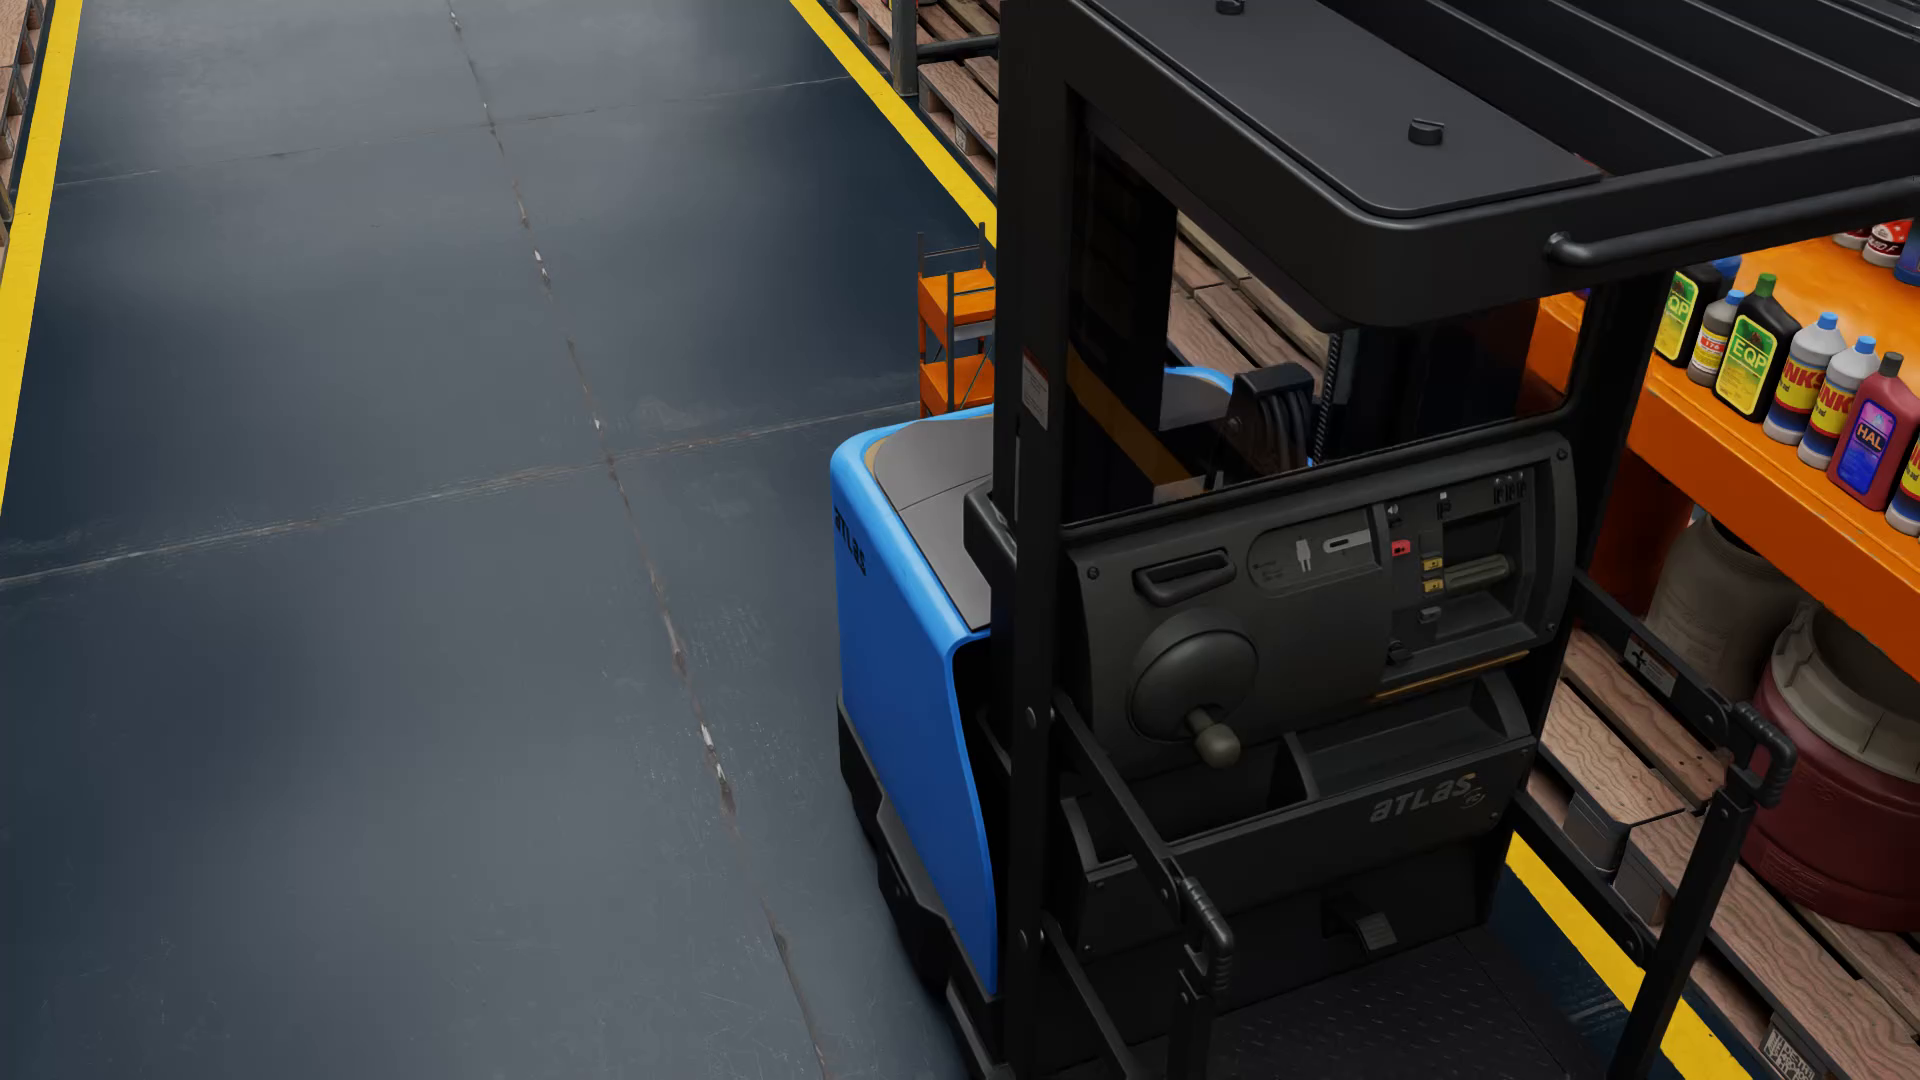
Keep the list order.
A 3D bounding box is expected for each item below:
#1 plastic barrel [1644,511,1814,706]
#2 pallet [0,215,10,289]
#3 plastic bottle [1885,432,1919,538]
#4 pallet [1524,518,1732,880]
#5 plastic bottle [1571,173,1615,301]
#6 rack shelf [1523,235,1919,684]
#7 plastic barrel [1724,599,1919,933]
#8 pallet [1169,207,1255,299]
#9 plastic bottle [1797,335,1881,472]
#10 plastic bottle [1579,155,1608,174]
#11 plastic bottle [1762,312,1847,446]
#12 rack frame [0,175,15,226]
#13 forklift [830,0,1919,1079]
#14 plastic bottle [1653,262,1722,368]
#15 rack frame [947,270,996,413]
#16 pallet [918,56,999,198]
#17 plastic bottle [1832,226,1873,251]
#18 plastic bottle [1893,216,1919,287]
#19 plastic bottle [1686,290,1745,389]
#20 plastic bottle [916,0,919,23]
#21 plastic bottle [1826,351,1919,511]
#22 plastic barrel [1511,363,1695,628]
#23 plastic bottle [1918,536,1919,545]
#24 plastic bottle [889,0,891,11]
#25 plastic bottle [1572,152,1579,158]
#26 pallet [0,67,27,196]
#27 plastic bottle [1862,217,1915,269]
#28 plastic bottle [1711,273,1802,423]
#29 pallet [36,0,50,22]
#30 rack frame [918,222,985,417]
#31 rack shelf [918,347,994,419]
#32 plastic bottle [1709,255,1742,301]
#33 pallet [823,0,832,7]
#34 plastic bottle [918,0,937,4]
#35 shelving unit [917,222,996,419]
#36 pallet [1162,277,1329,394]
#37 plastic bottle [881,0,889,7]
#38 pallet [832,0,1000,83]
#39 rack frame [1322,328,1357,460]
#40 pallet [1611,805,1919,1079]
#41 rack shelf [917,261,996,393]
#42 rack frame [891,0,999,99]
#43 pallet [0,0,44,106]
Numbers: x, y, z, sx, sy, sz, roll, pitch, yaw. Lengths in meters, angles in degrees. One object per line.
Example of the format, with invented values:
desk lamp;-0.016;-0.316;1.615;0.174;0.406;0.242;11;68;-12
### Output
plastic barrel;2.000;0.173;4.246;0.421;0.512;0.421;0;37;0
pallet;-4.220;-0.907;6.279;1.003;0.211;1.213;-12;39;-16
plastic bottle;1.794;-0.140;3.050;0.097;0.271;0.097;0;37;0
pallet;1.848;0.324;4.644;1.003;0.211;1.213;-12;39;-16
plastic bottle;1.453;-0.674;3.748;0.061;0.283;0.133;-12;39;-16
rack shelf;2.226;0.191;3.102;1.077;0.370;4.000;-12;39;-16
plastic barrel;2.110;0.480;3.775;0.600;0.588;0.708;-12;39;-16
pallet;0.891;-1.247;6.729;1.003;0.211;1.213;-12;39;-16
plastic bottle;1.715;-0.271;3.223;0.097;0.271;0.097;0;37;0
plastic bottle;1.526;-0.897;4.051;0.152;0.276;0.135;-12;39;-16
plastic bottle;1.682;-0.326;3.296;0.097;0.271;0.097;0;37;0
rack frame;-4.490;-2.461;6.024;1.000;3.000;0.127;-12;39;-16
forklift;0.704;0.169;2.590;1.130;2.935;3.031;-13;39;-17
plastic bottle;1.545;-0.522;3.547;0.061;0.283;0.133;-12;39;-16
rack frame;0.060;-0.320;4.802;0.200;1.050;0.008;-12;39;-16
pallet;0.468;-1.937;7.646;1.003;0.211;1.213;-12;39;-16
plastic bottle;2.179;-0.808;3.994;0.097;0.201;0.097;0;37;0
plastic bottle;2.246;-0.726;3.827;0.097;0.271;0.097;0;37;0
plastic bottle;1.602;-0.428;3.490;0.097;0.201;0.097;0;37;0
plastic bottle;-0.257;-2.685;8.281;0.097;0.201;0.097;0;37;0
plastic bottle;1.738;-0.206;3.128;0.061;0.283;0.133;-12;39;-16
plastic barrel;1.722;-0.255;4.550;0.600;0.830;0.708;-12;39;-16
plastic bottle;1.860;-0.082;2.969;0.152;0.276;0.135;-12;39;-16
plastic bottle;-0.314;-2.780;8.340;0.061;0.283;0.133;-11;38;-14
plastic bottle;1.383;-0.866;4.009;0.152;0.276;0.135;-12;39;-16
pallet;-4.754;-1.719;7.357;1.003;0.211;1.213;-12;39;-16
plastic bottle;2.213;-0.753;3.921;0.097;0.201;0.097;0;37;0
plastic bottle;1.625;-0.392;3.374;0.061;0.283;0.133;-12;39;-16
pallet;-5.594;-3.097;9.187;1.003;0.211;1.213;-12;39;-16
rack frame;-0.024;-0.458;4.985;0.200;1.050;0.008;-12;39;-16
rack shelf;0.018;-0.381;4.900;0.215;0.259;0.240;-12;39;-16
plastic bottle;1.613;-0.544;3.586;0.097;0.271;0.097;0;37;0
pallet;-0.455;-3.451;9.656;1.003;0.211;1.213;-12;39;-16
plastic bottle;-0.196;-2.938;8.493;0.144;0.351;0.185;-12;39;-16
shelving unit;0.018;-0.389;4.894;0.215;1.050;0.252;-12;39;-16
pallet;1.307;-0.558;5.816;1.003;0.211;1.213;-12;39;-16
plastic bottle;-0.331;-2.908;8.454;0.144;0.351;0.185;-13;39;-17
pallet;-0.031;-2.760;8.739;1.003;0.211;1.213;-12;39;-16
rack frame;1.537;-1.227;4.385;1.000;3.000;0.127;-12;39;-16
pallet;2.264;1.012;3.731;1.003;0.211;1.213;-12;39;-16
rack shelf;0.018;-0.607;4.730;0.215;0.259;0.240;-12;39;-16
rack frame;0.161;-3.486;7.385;1.000;3.000;0.127;-12;39;-16
pallet;-5.177;-2.409;8.273;1.003;0.211;1.213;-12;39;-16
